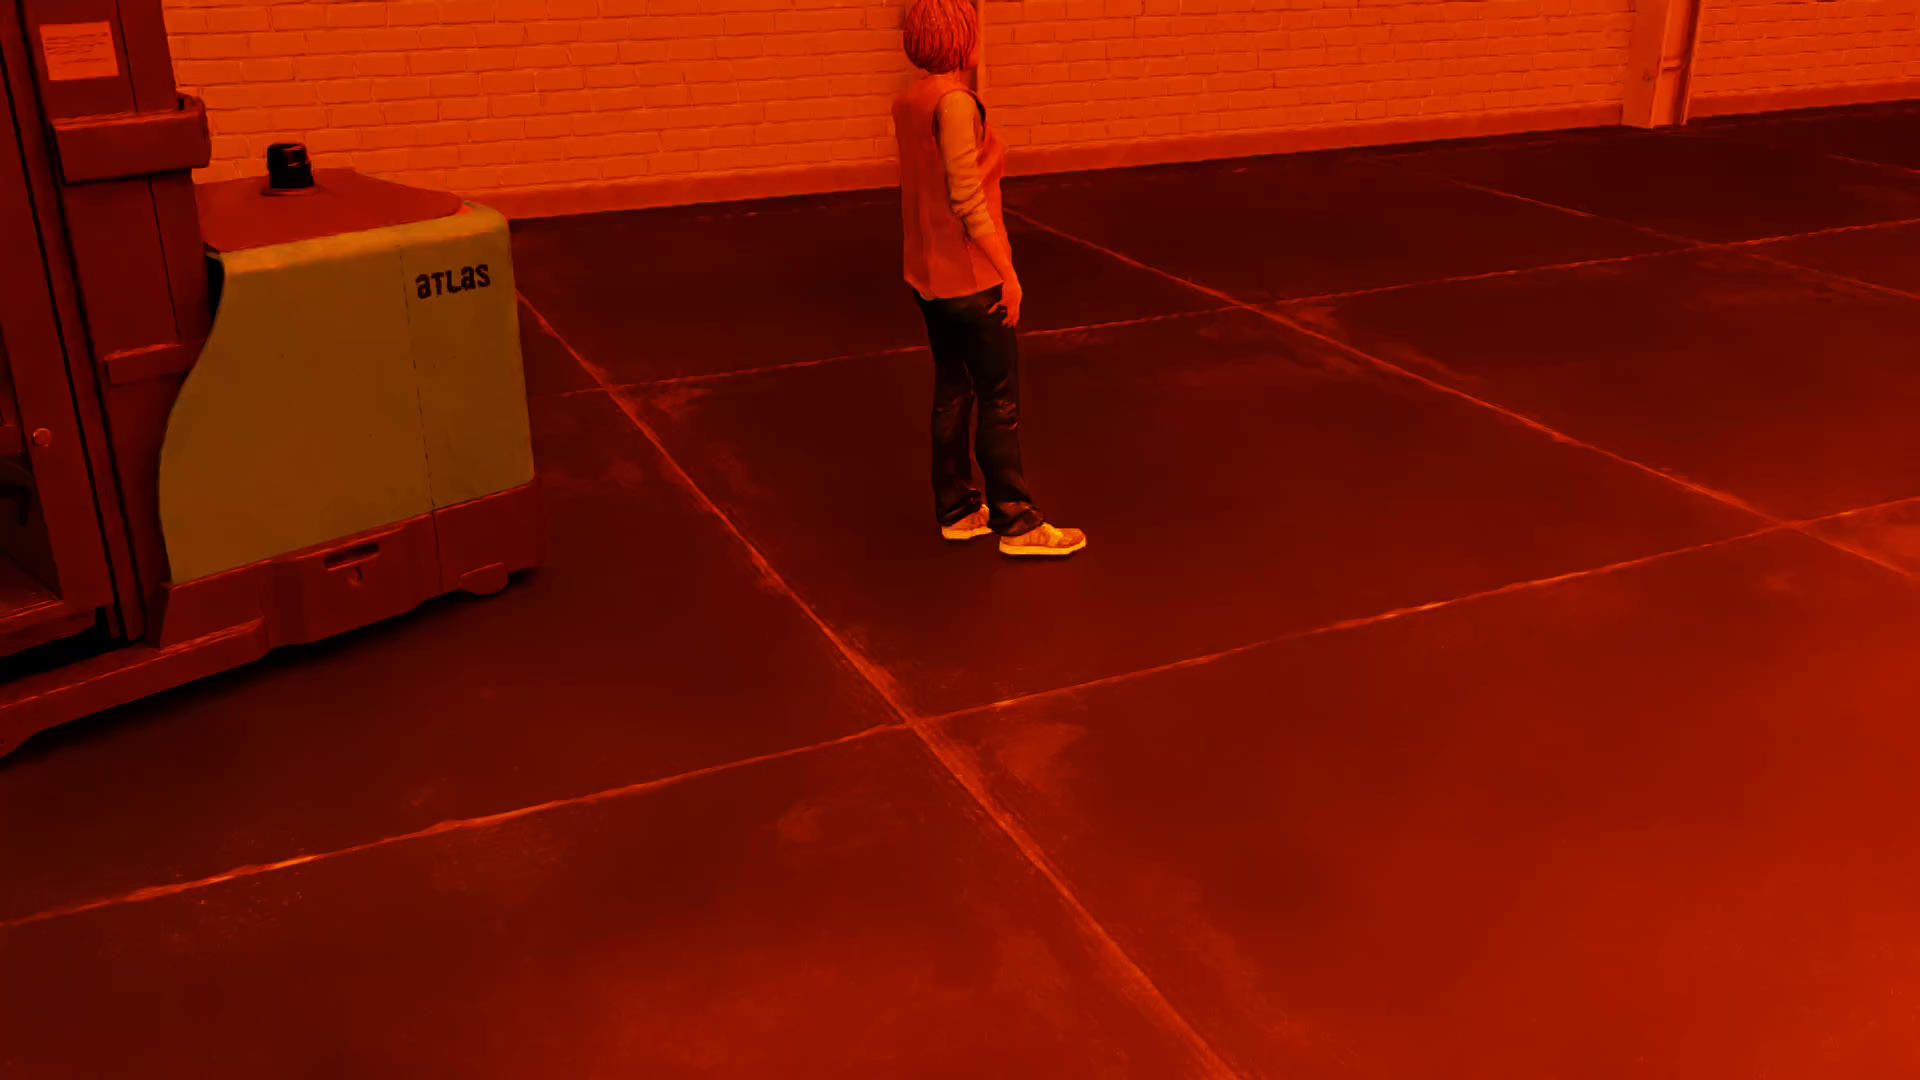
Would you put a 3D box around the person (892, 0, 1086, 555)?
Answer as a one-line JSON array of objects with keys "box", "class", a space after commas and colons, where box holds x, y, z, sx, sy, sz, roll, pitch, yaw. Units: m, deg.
[{"box": [0.073, -0.751, 4.815, 0.474, 1.597, 0.520, -10, 25, -23], "class": "person"}]

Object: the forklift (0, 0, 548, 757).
[{"box": [-2.589, -0.972, 3.625, 1.130, 2.935, 3.031, 21, 30, 41], "class": "forklift"}]
